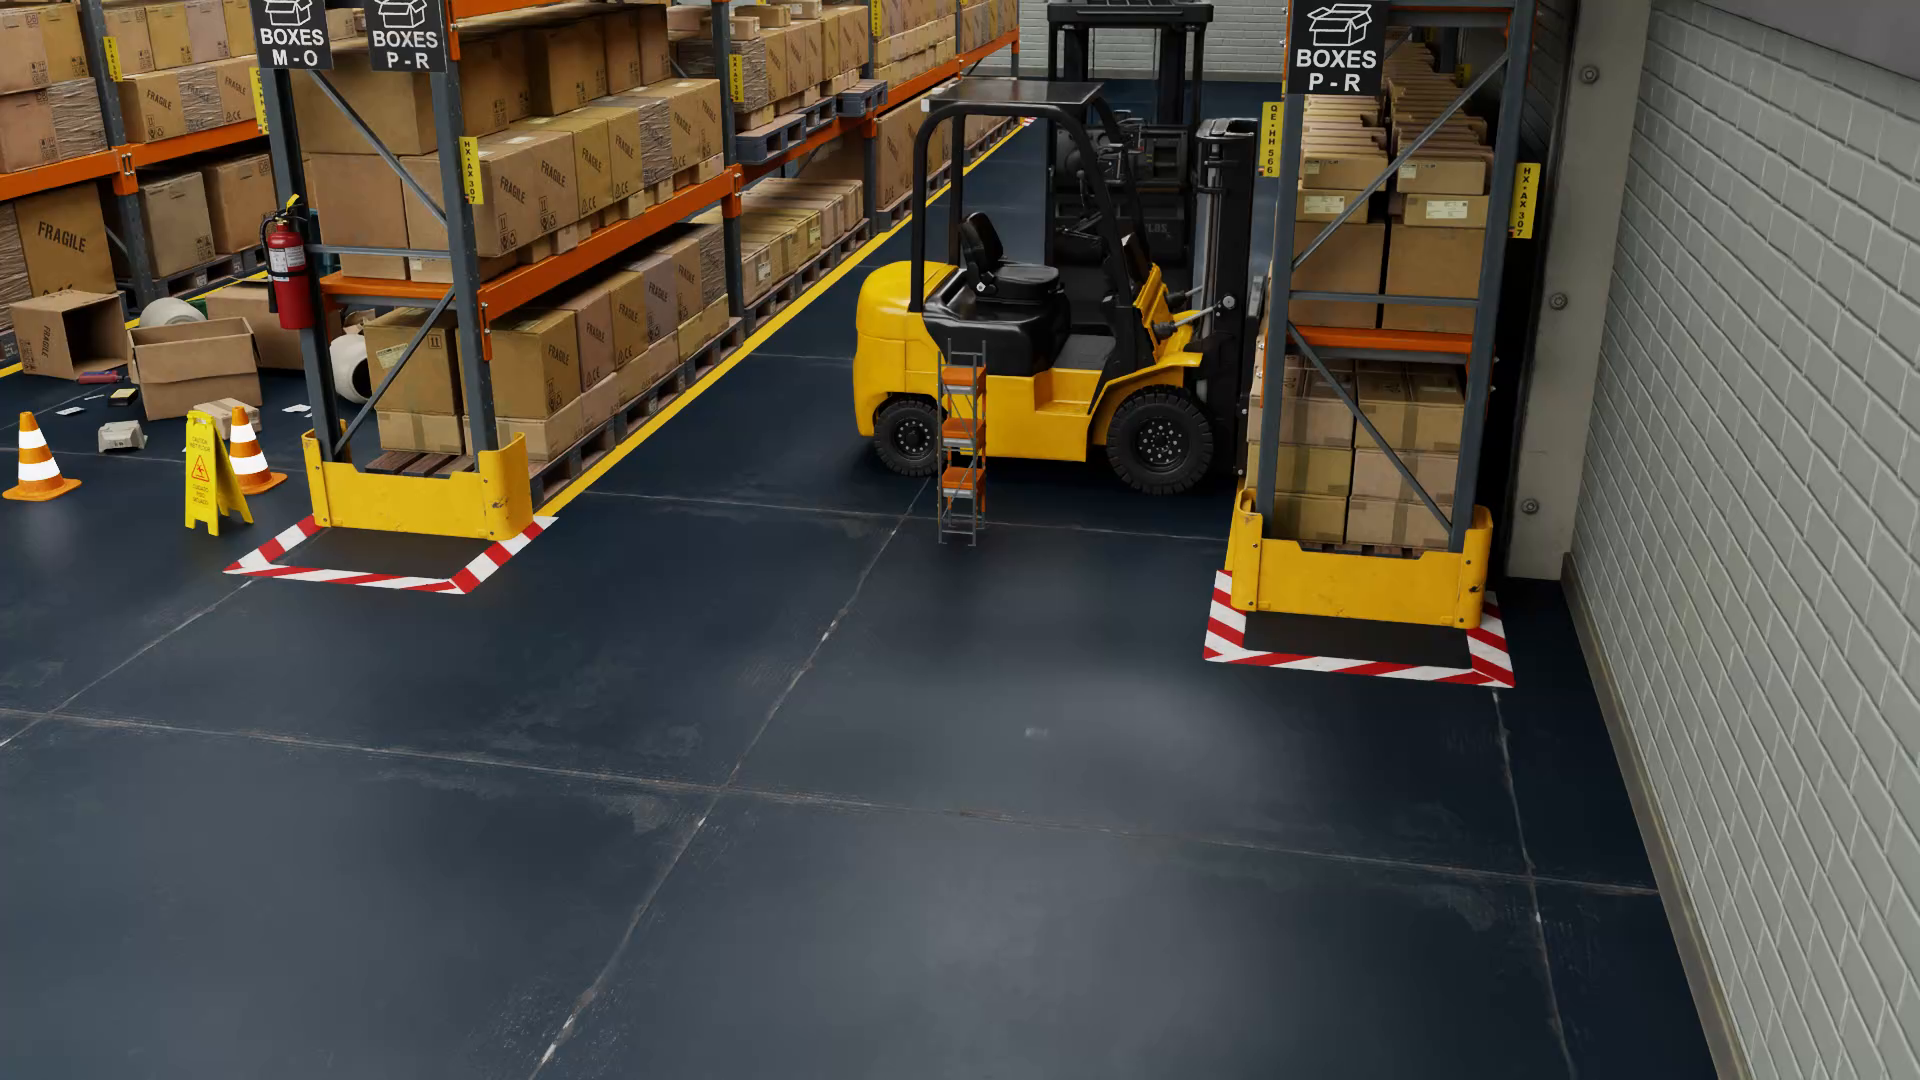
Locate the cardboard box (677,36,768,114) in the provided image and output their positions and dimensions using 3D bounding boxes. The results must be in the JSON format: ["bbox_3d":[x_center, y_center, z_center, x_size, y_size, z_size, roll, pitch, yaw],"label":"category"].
[{"bbox_3d":[-1.753,-3.453,12.319,0.500,0.500,0.500,5,22,12],"label":"cardboard box"}]

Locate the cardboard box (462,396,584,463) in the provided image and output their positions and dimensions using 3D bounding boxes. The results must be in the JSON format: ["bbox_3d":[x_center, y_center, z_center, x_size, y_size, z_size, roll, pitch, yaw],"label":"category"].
[{"bbox_3d":[-2.510,-0.655,9.583,0.500,0.250,0.500,4,22,10],"label":"cardboard box"}]

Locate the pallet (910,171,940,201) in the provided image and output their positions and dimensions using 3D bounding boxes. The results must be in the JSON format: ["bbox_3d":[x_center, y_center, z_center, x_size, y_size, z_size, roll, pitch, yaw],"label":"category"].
[{"bbox_3d":[-0.827,-3.821,18.060,1.003,0.211,1.213,4,22,11],"label":"pallet"}]

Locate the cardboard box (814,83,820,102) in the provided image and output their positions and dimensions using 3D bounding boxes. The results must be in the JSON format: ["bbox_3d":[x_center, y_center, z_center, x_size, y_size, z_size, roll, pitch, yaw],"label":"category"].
[{"bbox_3d":[-1.388,-3.755,13.937,0.380,0.149,0.250,4,22,9],"label":"cardboard box"}]

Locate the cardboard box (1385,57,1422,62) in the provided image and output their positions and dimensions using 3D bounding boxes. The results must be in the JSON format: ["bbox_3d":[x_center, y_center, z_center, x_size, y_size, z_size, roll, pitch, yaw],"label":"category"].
[{"bbox_3d":[3.385,-3.660,12.925,0.380,0.149,0.250,5,22,12],"label":"cardboard box"}]

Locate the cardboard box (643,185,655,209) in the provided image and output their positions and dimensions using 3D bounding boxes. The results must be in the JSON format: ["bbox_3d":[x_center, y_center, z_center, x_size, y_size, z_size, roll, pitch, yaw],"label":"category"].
[{"bbox_3d":[-2.182,-2.204,10.648,0.380,0.149,0.250,4,22,10],"label":"cardboard box"}]

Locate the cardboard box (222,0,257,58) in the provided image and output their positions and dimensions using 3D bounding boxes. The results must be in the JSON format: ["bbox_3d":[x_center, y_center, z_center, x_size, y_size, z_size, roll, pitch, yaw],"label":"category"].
[{"bbox_3d":[-6.589,-4.515,14.576,0.700,0.500,0.500,4,22,10],"label":"cardboard box"}]

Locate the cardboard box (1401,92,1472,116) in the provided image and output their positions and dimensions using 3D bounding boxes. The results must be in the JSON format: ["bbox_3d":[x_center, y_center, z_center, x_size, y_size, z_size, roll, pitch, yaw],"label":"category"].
[{"bbox_3d":[2.767,-2.517,9.688,0.380,0.149,0.250,4,22,10],"label":"cardboard box"}]

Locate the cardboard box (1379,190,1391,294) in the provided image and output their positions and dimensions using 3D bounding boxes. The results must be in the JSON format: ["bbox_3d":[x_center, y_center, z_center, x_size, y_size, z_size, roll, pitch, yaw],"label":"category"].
[{"bbox_3d":[2.372,-1.483,8.388,0.500,0.500,0.500,5,23,13],"label":"cardboard box"}]

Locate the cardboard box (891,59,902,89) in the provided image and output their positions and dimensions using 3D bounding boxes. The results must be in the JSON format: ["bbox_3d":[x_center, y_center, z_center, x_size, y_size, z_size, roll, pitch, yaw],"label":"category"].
[{"bbox_3d":[-0.879,-4.667,16.627,0.500,0.250,0.500,4,22,9],"label":"cardboard box"}]

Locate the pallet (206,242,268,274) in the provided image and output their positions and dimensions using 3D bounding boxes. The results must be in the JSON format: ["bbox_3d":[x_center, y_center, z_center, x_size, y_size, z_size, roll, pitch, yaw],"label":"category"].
[{"bbox_3d":[-6.665,-2.707,15.292,1.003,0.211,1.213,4,22,11],"label":"pallet"}]

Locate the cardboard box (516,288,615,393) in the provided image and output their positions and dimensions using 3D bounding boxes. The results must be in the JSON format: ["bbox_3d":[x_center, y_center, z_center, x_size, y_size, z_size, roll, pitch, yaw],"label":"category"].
[{"bbox_3d":[-2.403,-1.203,9.940,0.500,0.500,0.500,4,22,9],"label":"cardboard box"}]

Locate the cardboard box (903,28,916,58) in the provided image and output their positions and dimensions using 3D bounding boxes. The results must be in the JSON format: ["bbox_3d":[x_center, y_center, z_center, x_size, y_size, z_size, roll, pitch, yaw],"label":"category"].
[{"bbox_3d":[-0.747,-5.087,17.000,0.500,0.250,0.500,4,22,11],"label":"cardboard box"}]

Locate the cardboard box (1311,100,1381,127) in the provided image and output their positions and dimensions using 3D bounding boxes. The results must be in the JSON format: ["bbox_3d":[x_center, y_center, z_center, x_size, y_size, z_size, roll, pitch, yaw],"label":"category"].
[{"bbox_3d":[2.157,-2.369,9.321,0.380,0.149,0.250,5,22,11],"label":"cardboard box"}]

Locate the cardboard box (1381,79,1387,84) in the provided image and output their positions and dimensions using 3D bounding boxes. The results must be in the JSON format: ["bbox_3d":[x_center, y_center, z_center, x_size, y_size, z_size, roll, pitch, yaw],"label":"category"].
[{"bbox_3d":[3.119,-3.101,11.536,0.380,0.149,0.250,4,22,9],"label":"cardboard box"}]

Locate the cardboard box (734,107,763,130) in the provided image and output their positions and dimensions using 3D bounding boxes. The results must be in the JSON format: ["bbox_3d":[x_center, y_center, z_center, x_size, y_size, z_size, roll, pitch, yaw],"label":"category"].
[{"bbox_3d":[-1.707,-3.181,12.511,0.380,0.149,0.250,5,22,12],"label":"cardboard box"}]

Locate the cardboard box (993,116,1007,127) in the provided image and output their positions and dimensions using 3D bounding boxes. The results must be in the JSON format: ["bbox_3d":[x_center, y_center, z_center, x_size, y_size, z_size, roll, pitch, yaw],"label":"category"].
[{"bbox_3d":[0.104,-5.735,21.946,0.875,0.438,0.875,5,22,12],"label":"cardboard box"}]

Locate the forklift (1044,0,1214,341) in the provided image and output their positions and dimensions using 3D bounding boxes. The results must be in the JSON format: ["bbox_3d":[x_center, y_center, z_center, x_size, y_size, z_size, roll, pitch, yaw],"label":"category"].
[{"bbox_3d":[1.146,-2.722,11.689,1.130,2.935,3.031,1,22,3],"label":"forklift"}]

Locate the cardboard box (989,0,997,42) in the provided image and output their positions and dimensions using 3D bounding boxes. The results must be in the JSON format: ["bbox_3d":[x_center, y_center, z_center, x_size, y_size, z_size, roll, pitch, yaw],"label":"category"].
[{"bbox_3d":[0.175,-6.602,21.097,0.500,0.500,0.500,5,22,13],"label":"cardboard box"}]

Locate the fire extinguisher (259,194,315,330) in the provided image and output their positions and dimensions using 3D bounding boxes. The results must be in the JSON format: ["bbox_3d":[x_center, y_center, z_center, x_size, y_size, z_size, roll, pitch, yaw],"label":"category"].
[{"bbox_3d":[-3.420,-1.419,8.466,0.296,0.674,0.183,4,22,11],"label":"fire extinguisher"}]

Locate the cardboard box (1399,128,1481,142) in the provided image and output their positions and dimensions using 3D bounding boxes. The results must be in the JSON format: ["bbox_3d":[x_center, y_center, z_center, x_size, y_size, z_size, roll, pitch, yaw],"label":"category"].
[{"bbox_3d":[2.384,-1.957,8.296,0.380,0.149,0.250,5,22,11],"label":"cardboard box"}]

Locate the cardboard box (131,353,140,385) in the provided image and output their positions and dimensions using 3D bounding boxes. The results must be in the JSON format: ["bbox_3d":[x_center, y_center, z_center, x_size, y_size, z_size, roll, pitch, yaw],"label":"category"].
[{"bbox_3d":[-5.543,-1.228,11.547,0.396,0.266,0.258,8,23,20],"label":"cardboard box"}]

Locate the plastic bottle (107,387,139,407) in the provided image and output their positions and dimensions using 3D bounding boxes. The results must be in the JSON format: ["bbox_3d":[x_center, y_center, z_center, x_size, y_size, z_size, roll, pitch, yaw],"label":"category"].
[{"bbox_3d":[-5.615,-0.968,11.175,0.133,0.061,0.283,-3,22,-8],"label":"plastic bottle"}]

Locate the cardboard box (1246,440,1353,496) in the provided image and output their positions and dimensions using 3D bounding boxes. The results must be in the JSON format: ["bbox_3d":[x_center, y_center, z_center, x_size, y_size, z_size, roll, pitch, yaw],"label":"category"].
[{"bbox_3d":[1.708,-0.438,8.375,0.500,0.250,0.500,4,22,10],"label":"cardboard box"}]

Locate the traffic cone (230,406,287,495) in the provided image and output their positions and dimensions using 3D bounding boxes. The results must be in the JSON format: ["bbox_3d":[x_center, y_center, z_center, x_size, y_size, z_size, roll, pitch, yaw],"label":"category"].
[{"bbox_3d":[-4.120,-0.541,9.576,0.336,0.463,0.334,4,22,11],"label":"traffic cone"}]

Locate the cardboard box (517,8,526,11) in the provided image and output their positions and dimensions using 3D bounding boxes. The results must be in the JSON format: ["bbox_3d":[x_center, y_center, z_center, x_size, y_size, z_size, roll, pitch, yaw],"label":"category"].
[{"bbox_3d":[-5.304,-6.150,19.485,0.380,0.149,0.250,5,22,11],"label":"cardboard box"}]

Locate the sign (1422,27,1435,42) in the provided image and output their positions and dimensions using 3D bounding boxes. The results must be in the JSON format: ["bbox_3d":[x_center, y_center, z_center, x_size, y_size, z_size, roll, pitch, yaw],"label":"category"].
[{"bbox_3d":[4.091,-4.506,14.478,0.100,0.325,0.005,4,22,11],"label":"sign"}]

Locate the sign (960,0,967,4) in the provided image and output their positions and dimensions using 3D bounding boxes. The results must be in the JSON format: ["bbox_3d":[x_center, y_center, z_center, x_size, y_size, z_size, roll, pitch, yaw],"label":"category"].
[{"bbox_3d":[0.037,-6.313,19.069,0.100,0.325,0.005,4,22,11],"label":"sign"}]

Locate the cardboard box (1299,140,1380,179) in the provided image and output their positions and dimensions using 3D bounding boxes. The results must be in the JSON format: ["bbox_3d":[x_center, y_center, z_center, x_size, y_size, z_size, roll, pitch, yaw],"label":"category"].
[{"bbox_3d":[1.802,-1.810,7.931,0.380,0.149,0.250,4,22,11],"label":"cardboard box"}]

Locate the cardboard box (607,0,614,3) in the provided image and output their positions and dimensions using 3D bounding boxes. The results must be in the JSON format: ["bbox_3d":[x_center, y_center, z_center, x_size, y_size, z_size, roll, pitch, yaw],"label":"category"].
[{"bbox_3d":[-4.783,-6.900,21.439,0.500,0.500,0.500,4,22,10],"label":"cardboard box"}]

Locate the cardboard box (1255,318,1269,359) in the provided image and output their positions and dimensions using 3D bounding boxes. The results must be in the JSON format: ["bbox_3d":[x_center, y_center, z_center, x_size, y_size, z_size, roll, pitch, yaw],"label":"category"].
[{"bbox_3d":[1.895,-1.033,9.182,0.500,0.250,0.500,5,22,12],"label":"cardboard box"}]

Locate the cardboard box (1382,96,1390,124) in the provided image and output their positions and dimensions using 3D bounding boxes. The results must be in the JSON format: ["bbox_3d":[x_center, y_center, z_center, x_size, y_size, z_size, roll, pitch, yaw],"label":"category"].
[{"bbox_3d":[2.917,-2.758,10.684,0.380,0.149,0.250,4,22,11],"label":"cardboard box"}]

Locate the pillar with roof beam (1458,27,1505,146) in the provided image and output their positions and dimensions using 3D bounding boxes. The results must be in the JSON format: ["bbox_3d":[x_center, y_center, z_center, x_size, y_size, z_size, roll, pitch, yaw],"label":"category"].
[{"bbox_3d":[-0.051,-6.576,13.136,9.100,9.000,0.400,4,22,11],"label":"pillar with roof beam"}]

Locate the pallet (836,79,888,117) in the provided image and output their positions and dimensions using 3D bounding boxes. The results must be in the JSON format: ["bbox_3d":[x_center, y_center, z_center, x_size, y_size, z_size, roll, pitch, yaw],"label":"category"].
[{"bbox_3d":[-1.354,-4.030,15.101,1.213,0.211,1.003,4,22,11],"label":"pallet"}]

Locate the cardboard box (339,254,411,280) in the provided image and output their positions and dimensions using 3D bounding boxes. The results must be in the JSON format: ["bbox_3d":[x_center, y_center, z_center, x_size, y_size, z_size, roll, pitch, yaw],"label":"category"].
[{"bbox_3d":[-3.078,-1.498,8.895,0.380,0.149,0.250,5,23,13],"label":"cardboard box"}]

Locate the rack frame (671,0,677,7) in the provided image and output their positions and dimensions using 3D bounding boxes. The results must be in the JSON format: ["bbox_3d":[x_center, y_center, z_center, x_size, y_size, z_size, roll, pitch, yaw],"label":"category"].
[{"bbox_3d":[-4.547,-7.654,23.842,1.000,3.000,0.127,4,22,11],"label":"rack frame"}]

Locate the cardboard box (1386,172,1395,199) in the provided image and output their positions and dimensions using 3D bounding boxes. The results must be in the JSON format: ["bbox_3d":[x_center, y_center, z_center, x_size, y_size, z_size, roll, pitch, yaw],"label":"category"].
[{"bbox_3d":[2.284,-1.724,8.116,0.380,0.149,0.250,4,22,10],"label":"cardboard box"}]

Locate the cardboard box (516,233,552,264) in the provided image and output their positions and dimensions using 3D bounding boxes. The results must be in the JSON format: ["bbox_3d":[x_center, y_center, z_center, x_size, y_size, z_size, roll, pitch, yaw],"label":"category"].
[{"bbox_3d":[-2.502,-1.638,9.242,0.380,0.149,0.250,4,22,9],"label":"cardboard box"}]

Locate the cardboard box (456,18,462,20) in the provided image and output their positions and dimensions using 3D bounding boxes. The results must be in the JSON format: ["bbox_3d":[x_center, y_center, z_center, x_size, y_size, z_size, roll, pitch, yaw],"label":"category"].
[{"bbox_3d":[-5.629,-5.717,18.012,0.380,0.149,0.250,5,23,13],"label":"cardboard box"}]

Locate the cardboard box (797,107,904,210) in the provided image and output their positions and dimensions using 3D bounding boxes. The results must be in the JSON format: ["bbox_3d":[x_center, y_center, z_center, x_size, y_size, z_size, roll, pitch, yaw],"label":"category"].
[{"bbox_3d":[-1.090,-3.843,16.662,0.875,0.875,0.875,4,22,10],"label":"cardboard box"}]

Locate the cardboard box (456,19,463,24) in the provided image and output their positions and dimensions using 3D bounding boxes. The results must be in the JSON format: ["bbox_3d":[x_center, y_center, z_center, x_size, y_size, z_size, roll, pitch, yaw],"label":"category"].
[{"bbox_3d":[-5.623,-5.577,18.061,0.380,0.149,0.250,4,22,10],"label":"cardboard box"}]

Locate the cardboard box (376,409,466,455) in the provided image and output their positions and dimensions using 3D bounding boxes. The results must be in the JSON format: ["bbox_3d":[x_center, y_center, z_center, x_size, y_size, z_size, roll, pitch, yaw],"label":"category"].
[{"bbox_3d":[-3.039,-0.706,9.710,0.500,0.250,0.500,4,22,11],"label":"cardboard box"}]

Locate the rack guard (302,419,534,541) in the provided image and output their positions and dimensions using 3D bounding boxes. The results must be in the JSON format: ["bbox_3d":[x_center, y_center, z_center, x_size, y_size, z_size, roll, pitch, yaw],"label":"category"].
[{"bbox_3d":[-2.930,-0.330,9.004,1.175,0.500,0.348,4,22,11],"label":"rack guard"}]

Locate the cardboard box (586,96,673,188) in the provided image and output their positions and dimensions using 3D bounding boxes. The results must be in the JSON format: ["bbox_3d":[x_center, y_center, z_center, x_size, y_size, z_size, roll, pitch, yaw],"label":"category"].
[{"bbox_3d":[-2.176,-2.549,10.635,0.500,0.500,0.500,5,22,12],"label":"cardboard box"}]

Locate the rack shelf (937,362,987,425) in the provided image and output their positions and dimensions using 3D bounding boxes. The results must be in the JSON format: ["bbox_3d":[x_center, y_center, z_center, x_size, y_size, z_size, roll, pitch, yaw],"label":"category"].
[{"bbox_3d":[0.011,-0.760,8.604,0.215,0.259,0.240,4,22,11],"label":"rack shelf"}]

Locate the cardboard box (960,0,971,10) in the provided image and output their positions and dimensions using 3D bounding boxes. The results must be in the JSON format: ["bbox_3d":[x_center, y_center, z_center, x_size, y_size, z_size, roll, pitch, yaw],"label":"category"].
[{"bbox_3d":[-0.162,-6.516,19.546,0.500,0.500,0.500,5,22,11],"label":"cardboard box"}]

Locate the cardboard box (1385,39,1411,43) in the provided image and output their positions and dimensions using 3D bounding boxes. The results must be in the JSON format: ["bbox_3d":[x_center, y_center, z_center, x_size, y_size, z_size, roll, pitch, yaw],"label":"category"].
[{"bbox_3d":[3.679,-4.223,14.323,0.380,0.149,0.250,5,23,13],"label":"cardboard box"}]

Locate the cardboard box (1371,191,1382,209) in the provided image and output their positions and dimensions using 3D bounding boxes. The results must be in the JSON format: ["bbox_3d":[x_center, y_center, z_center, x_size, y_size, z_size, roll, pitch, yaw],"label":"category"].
[{"bbox_3d":[1.873,-1.520,8.479,0.500,0.500,0.500,5,23,13],"label":"cardboard box"}]

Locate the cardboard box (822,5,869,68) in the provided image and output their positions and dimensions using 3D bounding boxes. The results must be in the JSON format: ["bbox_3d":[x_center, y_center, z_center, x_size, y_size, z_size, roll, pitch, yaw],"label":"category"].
[{"bbox_3d":[-1.133,-4.579,15.114,0.500,0.500,0.500,4,22,9],"label":"cardboard box"}]

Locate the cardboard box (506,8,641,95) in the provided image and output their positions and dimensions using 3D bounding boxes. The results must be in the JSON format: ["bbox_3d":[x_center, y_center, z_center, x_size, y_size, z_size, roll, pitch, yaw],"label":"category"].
[{"bbox_3d":[-2.557,-3.243,11.021,0.700,0.500,0.500,5,22,11],"label":"cardboard box"}]

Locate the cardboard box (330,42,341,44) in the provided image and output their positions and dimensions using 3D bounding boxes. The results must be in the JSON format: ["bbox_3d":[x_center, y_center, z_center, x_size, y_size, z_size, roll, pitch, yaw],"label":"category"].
[{"bbox_3d":[-6.111,-4.407,15.646,0.500,0.500,0.500,4,22,11],"label":"cardboard box"}]

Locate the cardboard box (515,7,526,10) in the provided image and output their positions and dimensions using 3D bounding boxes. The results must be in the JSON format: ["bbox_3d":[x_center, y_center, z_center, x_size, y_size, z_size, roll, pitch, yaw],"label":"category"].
[{"bbox_3d":[-5.308,-6.285,19.422,0.380,0.149,0.250,4,22,9],"label":"cardboard box"}]

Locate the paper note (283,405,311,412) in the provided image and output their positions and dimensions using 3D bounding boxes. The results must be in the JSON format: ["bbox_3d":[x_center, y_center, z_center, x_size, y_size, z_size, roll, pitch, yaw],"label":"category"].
[{"bbox_3d":[-4.381,-0.876,11.003,0.148,0.019,0.142,13,25,29],"label":"paper note"}]

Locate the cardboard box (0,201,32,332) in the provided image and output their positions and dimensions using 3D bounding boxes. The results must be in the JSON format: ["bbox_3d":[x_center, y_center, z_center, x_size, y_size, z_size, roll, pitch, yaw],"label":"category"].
[{"bbox_3d":[-7.373,-1.920,11.887,0.875,0.875,0.875,5,22,11],"label":"cardboard box"}]

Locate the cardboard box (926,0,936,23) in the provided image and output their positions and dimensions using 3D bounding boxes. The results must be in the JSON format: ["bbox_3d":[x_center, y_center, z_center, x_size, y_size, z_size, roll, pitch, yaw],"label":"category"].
[{"bbox_3d":[-0.563,-5.804,17.778,0.500,0.500,0.500,5,23,13],"label":"cardboard box"}]

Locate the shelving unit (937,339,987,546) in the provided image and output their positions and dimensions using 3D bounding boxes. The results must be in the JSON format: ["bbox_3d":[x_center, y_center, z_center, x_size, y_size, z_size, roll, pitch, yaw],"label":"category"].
[{"bbox_3d":[0.011,-0.507,8.706,0.215,1.050,0.252,4,22,11],"label":"shelving unit"}]

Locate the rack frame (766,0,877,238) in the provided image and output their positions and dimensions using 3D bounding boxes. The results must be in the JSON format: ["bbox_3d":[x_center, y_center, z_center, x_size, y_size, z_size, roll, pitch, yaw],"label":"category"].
[{"bbox_3d":[-1.313,-4.388,15.732,1.000,3.000,0.127,4,22,11],"label":"rack frame"}]
